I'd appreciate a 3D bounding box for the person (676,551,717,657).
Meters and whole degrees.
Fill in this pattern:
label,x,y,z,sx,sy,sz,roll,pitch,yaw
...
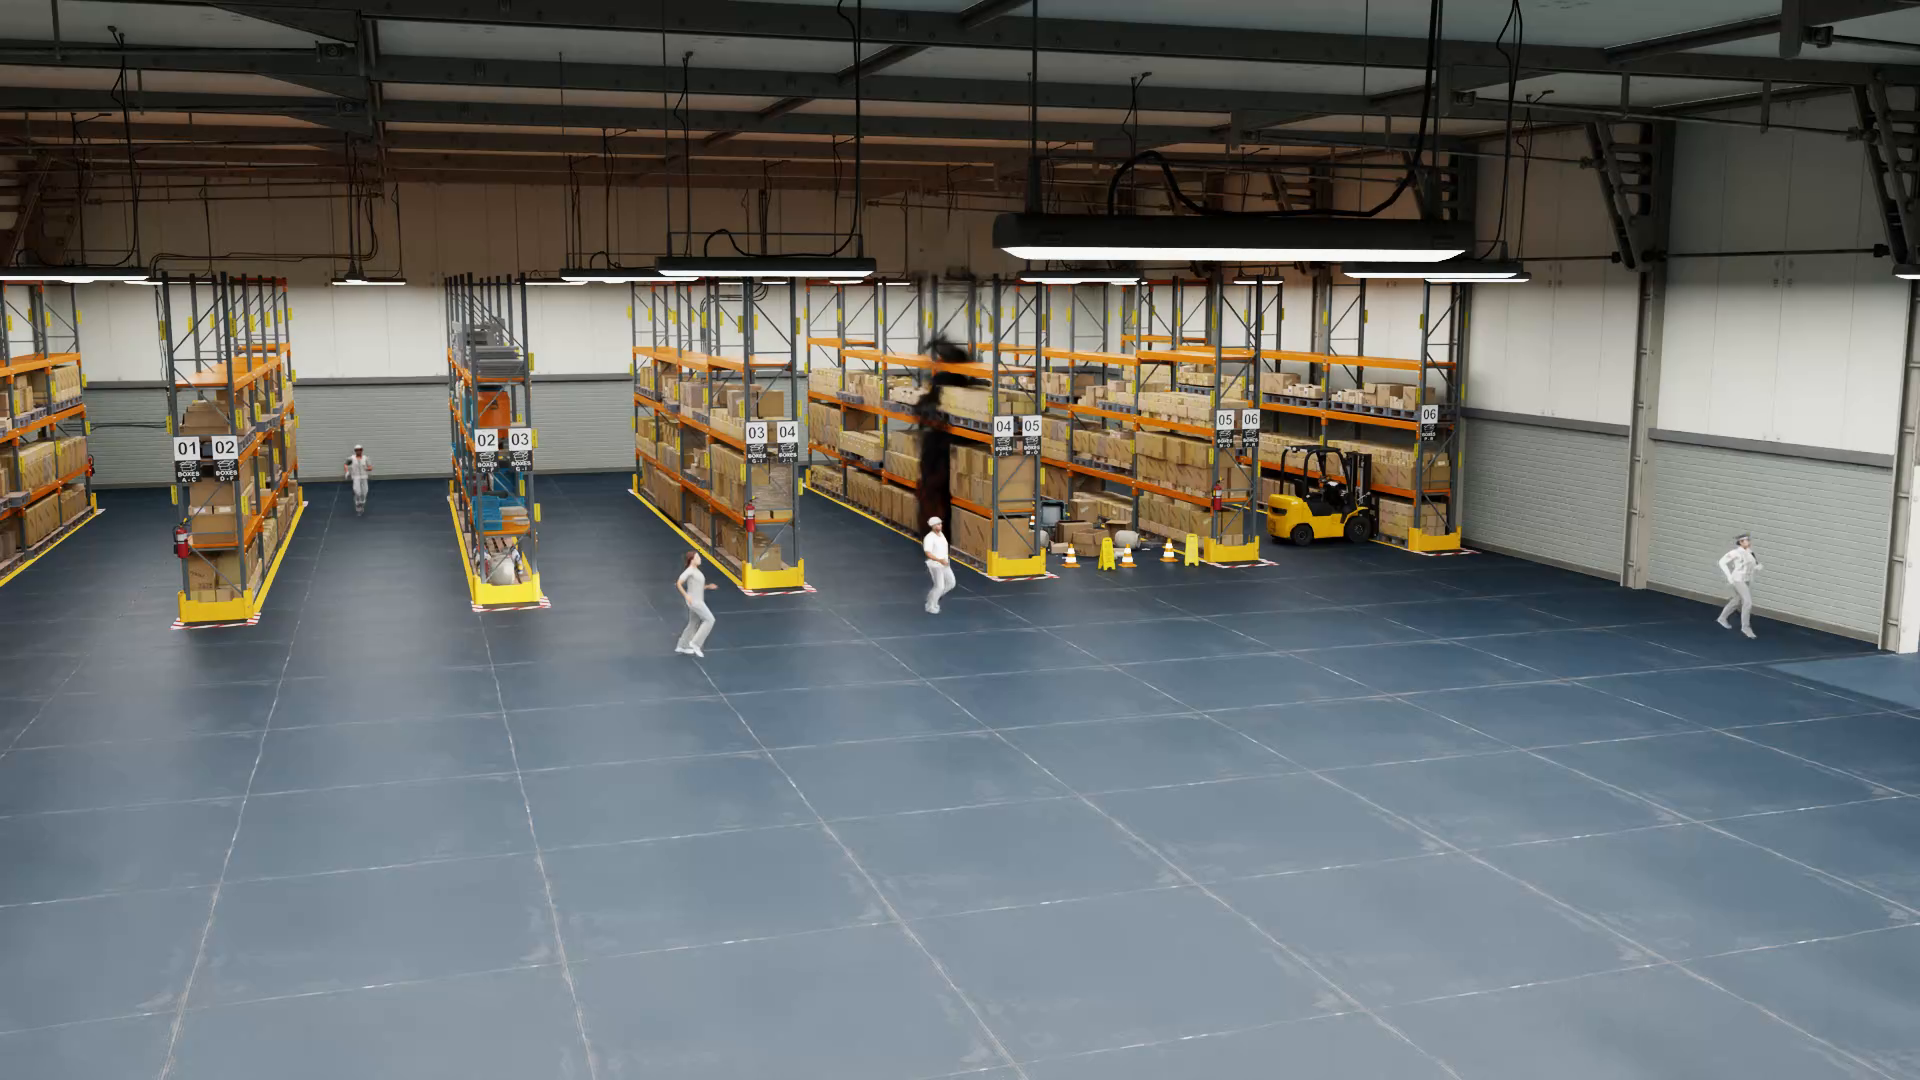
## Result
label,x,y,z,sx,sy,sz,roll,pitch,yaw
person,-4.122,0.994,25.980,0.682,1.669,0.538,0,9,-1

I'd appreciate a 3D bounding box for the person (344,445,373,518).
label,x,y,z,sx,sy,sz,roll,pitch,yaw
person,-15.163,-1.490,42.003,0.641,1.842,0.768,-5,10,-32

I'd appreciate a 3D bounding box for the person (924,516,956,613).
label,x,y,z,sx,sy,sz,roll,pitch,yaw
person,-0.373,0.437,29.474,0.549,1.721,0.684,4,9,24

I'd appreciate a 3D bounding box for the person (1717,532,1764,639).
label,x,y,z,sx,sy,sz,roll,pitch,yaw
person,12.975,0.726,27.645,0.589,1.747,0.769,-6,11,-36
